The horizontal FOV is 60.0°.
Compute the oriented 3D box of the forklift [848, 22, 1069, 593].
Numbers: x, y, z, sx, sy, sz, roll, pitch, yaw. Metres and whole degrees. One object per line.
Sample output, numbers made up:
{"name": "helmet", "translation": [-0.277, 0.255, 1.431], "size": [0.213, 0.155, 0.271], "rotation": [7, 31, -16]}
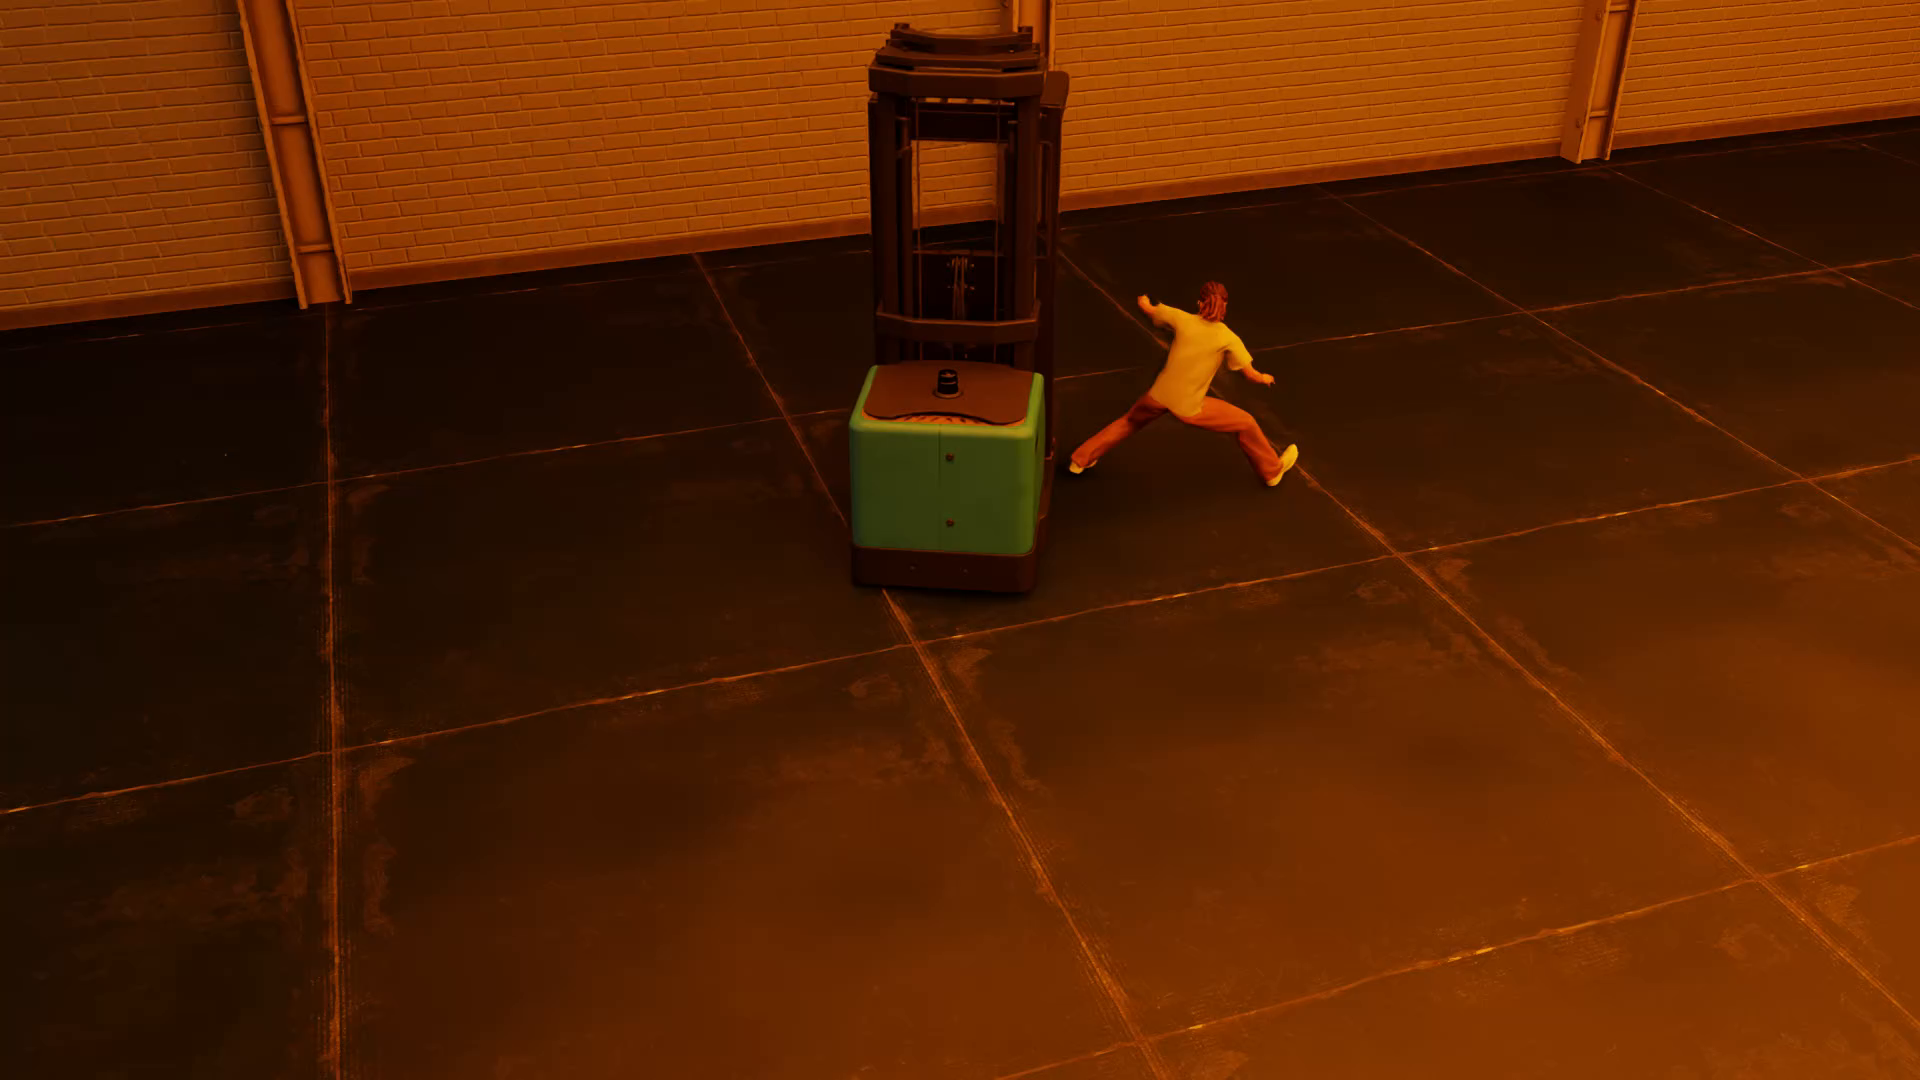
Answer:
{"name": "forklift", "translation": [0.056, -1.683, 10.013], "size": [1.130, 2.935, 3.031], "rotation": [3, 30, 6]}

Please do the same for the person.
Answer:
{"name": "person", "translation": [1.420, -0.967, 10.383], "size": [1.263, 1.326, 0.810], "rotation": [20, 35, 30]}
